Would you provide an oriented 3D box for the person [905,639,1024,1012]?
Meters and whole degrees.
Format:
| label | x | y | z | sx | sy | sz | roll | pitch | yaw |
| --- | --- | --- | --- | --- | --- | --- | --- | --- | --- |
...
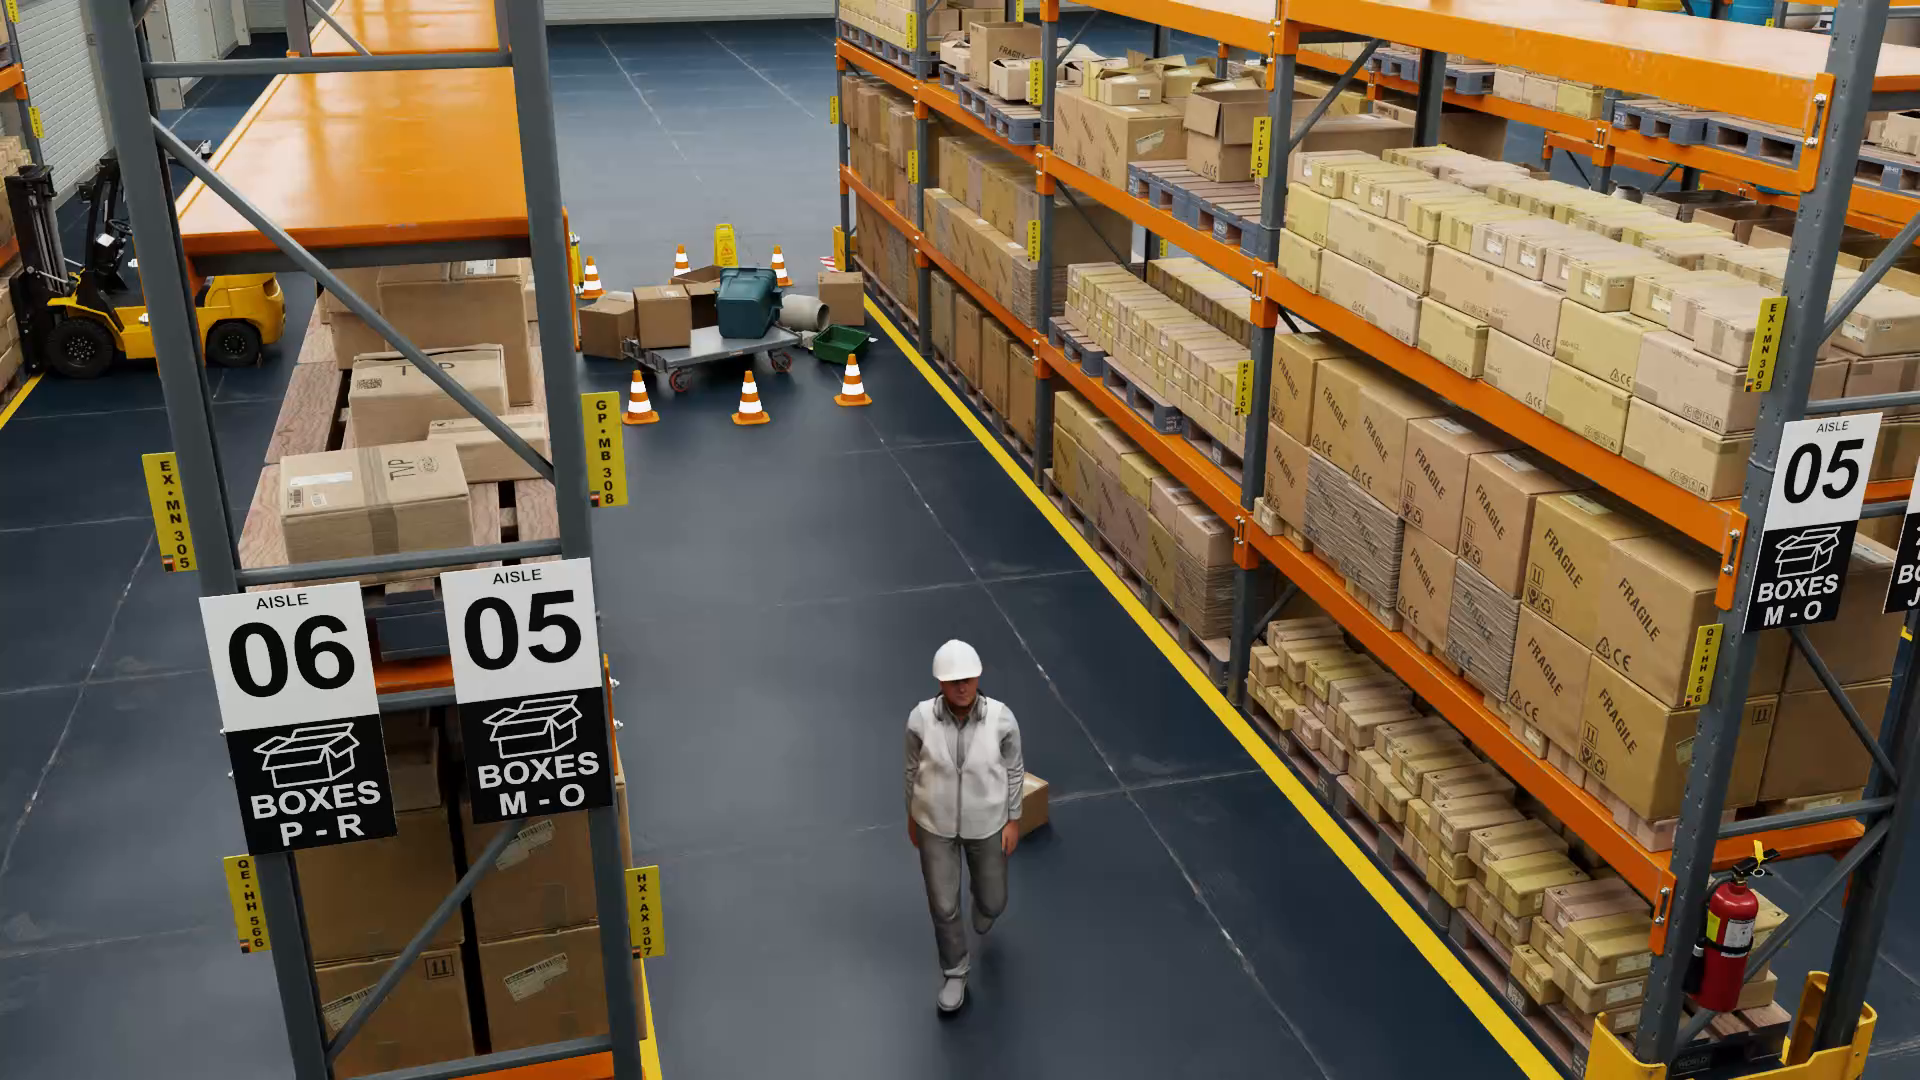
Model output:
| label | x | y | z | sx | sy | sz | roll | pitch | yaw |
| --- | --- | --- | --- | --- | --- | --- | --- | --- | --- |
| person | 0.020 | 1.246 | 7.635 | 0.544 | 1.754 | 0.734 | 1 | 23 | 2 |
